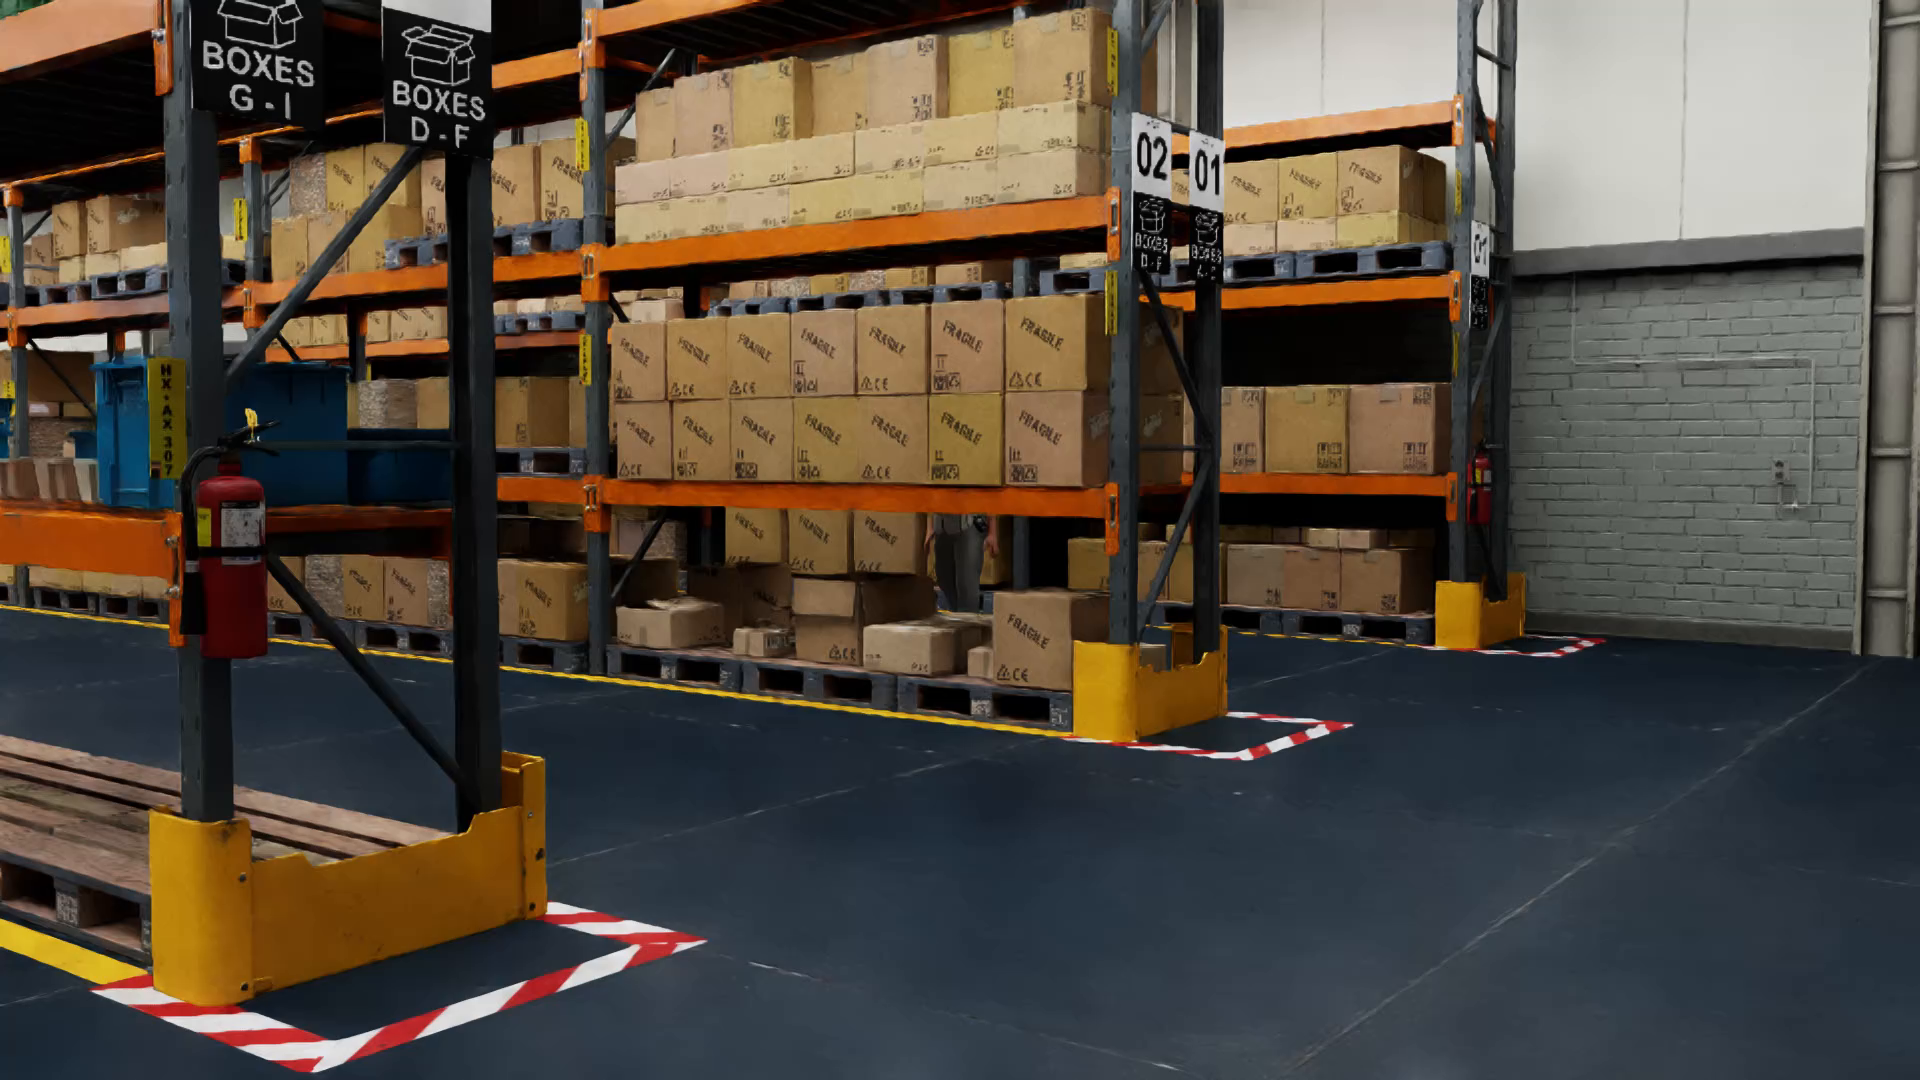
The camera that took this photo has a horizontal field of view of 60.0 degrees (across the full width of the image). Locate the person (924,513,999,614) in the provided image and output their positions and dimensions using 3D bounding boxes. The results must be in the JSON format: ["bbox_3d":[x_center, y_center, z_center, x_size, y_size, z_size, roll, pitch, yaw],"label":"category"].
[{"bbox_3d":[0.015,-0.057,12.403,0.738,1.743,0.607,3,4,43],"label":"person"}]
